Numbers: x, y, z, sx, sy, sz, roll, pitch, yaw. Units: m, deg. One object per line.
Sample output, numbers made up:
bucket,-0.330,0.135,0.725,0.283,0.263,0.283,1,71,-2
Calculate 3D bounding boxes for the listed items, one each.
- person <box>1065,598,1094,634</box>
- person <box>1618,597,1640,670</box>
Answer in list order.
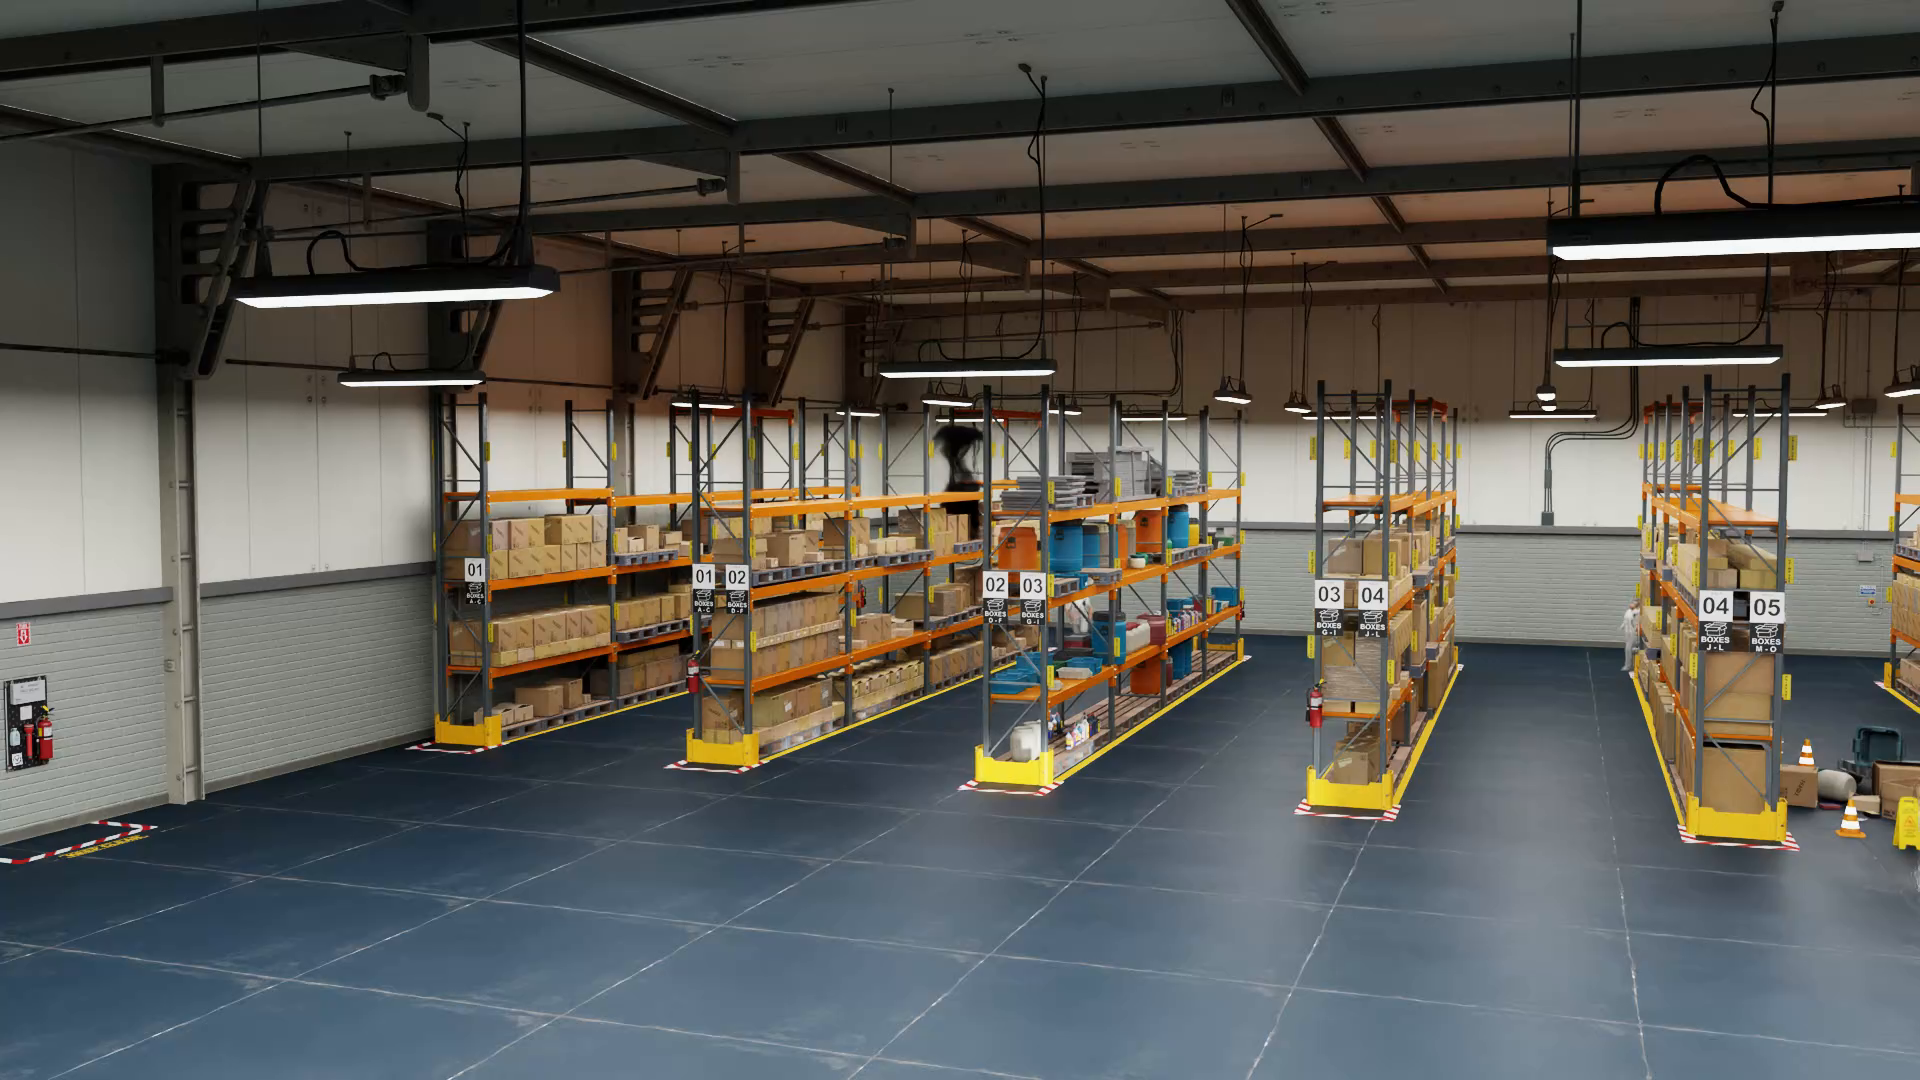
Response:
person,2.910,1.963,40.533,0.701,1.679,0.793,0,3,3
person,15.505,2.160,38.161,0.762,1.696,0.628,-1,3,-20
